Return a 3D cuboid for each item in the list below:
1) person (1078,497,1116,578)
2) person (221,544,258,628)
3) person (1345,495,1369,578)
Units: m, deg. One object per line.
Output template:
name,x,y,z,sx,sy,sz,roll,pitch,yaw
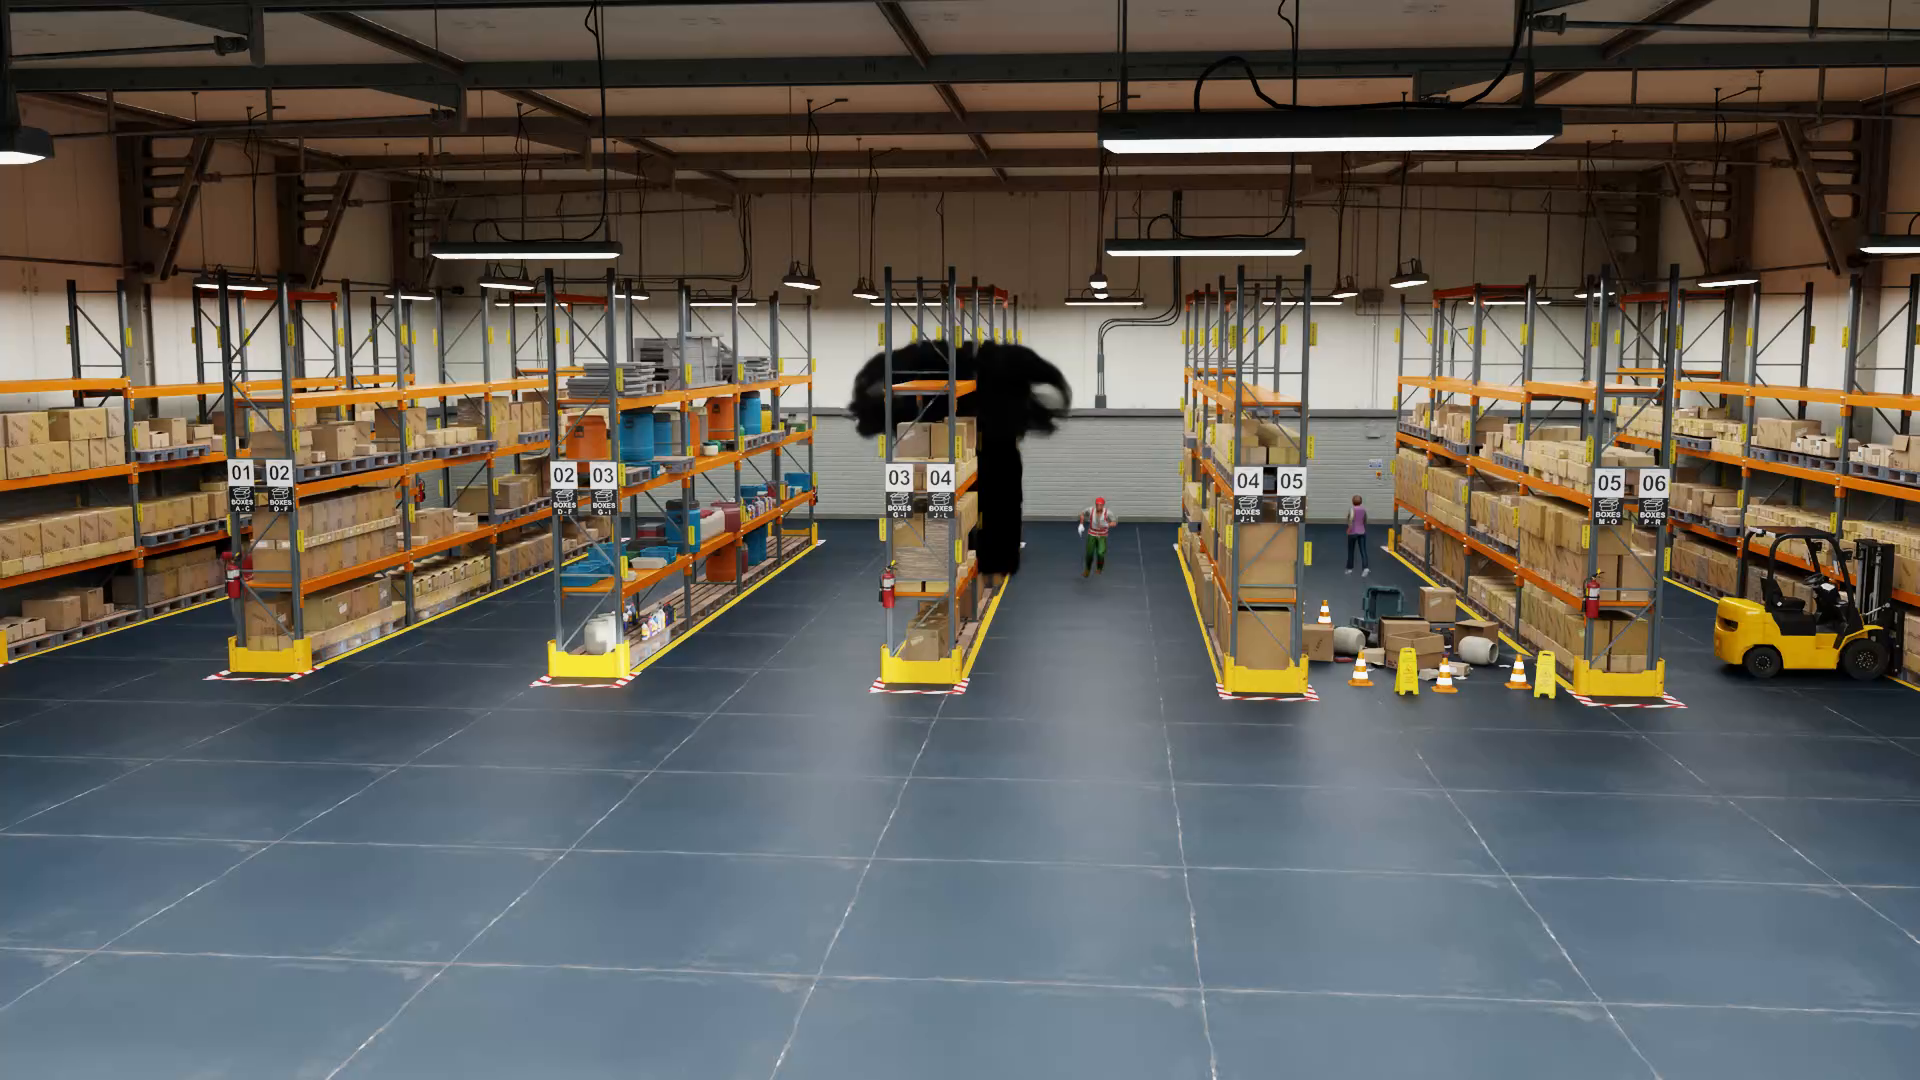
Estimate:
person,2.753,-0.049,33.407,0.765,1.685,0.696,1,7,6
person,-11.996,0.833,27.926,0.705,1.693,1.016,0,7,-1
person,7.845,-0.086,32.869,0.534,1.622,0.824,-2,7,-15
